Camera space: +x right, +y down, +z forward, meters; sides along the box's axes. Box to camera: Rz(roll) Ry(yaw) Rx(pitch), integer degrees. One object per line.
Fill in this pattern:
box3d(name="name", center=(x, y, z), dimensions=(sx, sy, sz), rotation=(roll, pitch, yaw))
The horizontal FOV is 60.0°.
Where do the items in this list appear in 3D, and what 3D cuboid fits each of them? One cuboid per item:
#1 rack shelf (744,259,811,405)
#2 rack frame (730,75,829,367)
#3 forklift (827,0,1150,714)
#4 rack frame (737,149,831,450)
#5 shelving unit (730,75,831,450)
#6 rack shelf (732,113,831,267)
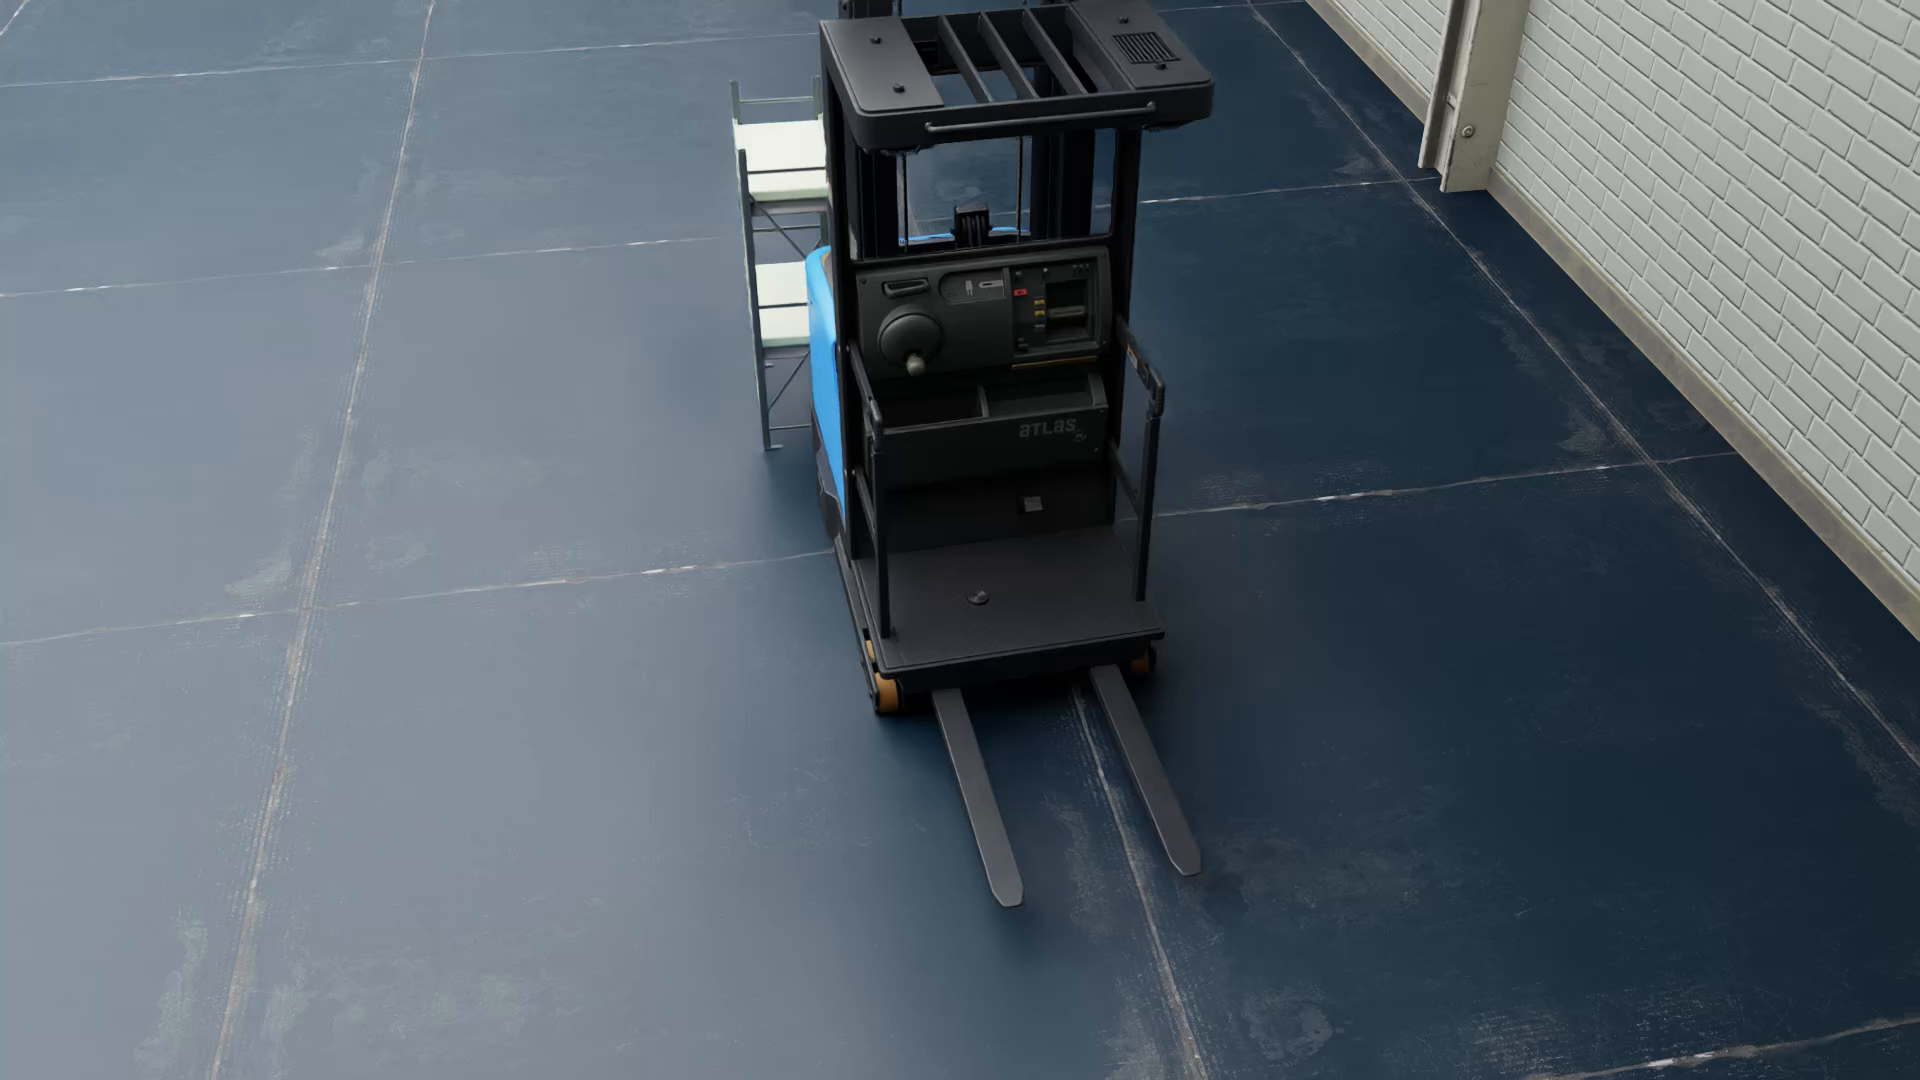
box3d(name="rack shelf", center=(-0.778, -1.004, 7.851), dimensions=(0.431, 0.370, 0.720), rotation=(-5, 38, -7))
box3d(name="rack frame", center=(-0.832, -1.483, 7.937), dimensions=(0.400, 1.500, 0.023), rotation=(-5, 38, -7))
box3d(name="forklift", center=(0.138, -0.746, 5.821), dimensions=(1.121, 2.935, 3.031), rotation=(-8, 39, -10))
box3d(name="rack frame", center=(-0.723, -1.039, 7.365), dimensions=(0.400, 1.500, 0.023), rotation=(-5, 38, -7))
box3d(name="shelving unit", center=(-0.778, -1.261, 7.651), dimensions=(0.431, 1.500, 0.755), rotation=(-5, 38, -7))
box3d(name="rack shelf", center=(-0.778, -1.569, 7.411), dimensions=(0.431, 0.370, 0.720), rotation=(-5, 38, -7))
